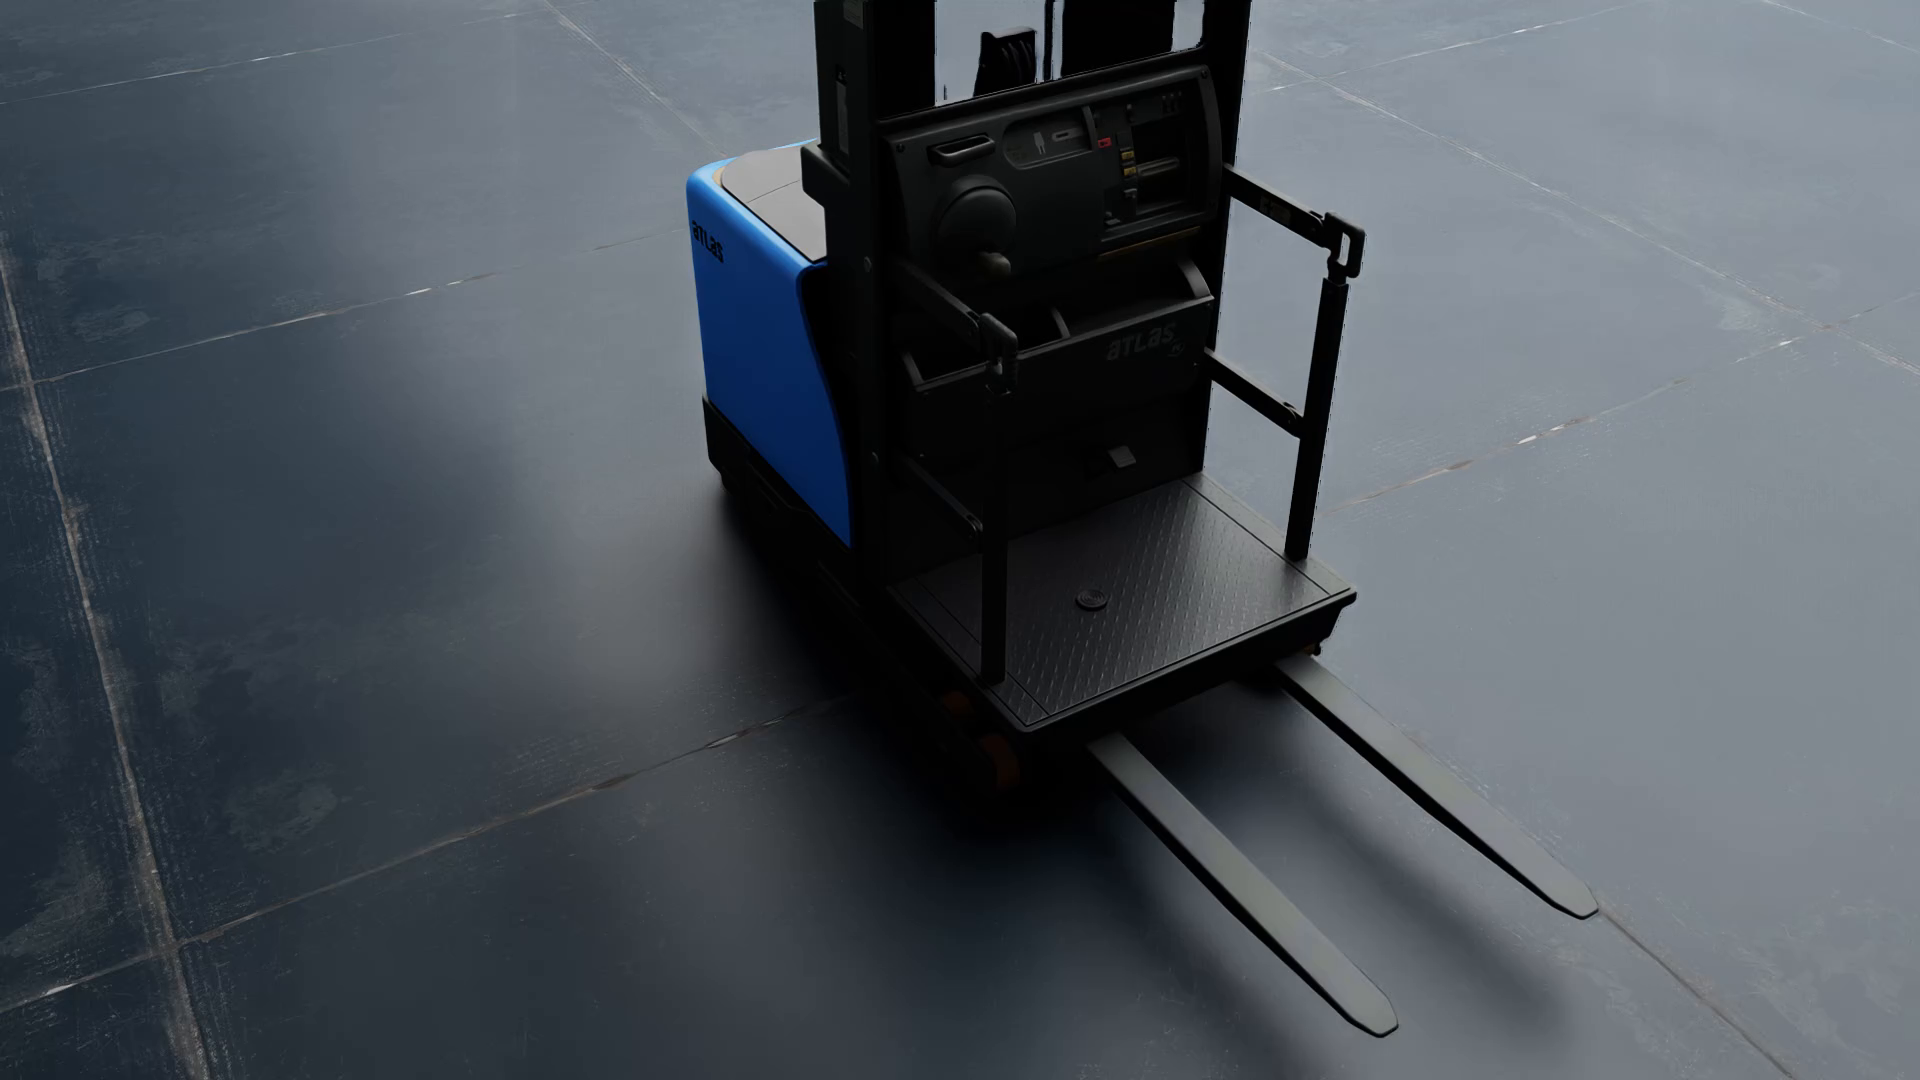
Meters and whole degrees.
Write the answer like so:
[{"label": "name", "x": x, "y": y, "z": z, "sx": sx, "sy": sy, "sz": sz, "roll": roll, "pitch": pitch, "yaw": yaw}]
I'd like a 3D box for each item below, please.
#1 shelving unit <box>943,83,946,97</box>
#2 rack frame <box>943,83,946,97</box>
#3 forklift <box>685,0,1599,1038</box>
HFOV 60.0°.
[{"label": "shelving unit", "x": 0.061, "y": -1.039, "z": 5.783, "sx": 0.252, "sy": 1.050, "sz": 0.215, "roll": 3, "pitch": 36, "yaw": 5}, {"label": "rack frame", "x": -0.060, "y": -1.047, "z": 5.793, "sx": 0.008, "sy": 1.050, "sz": 0.200, "roll": 3, "pitch": 36, "yaw": 5}, {"label": "forklift", "x": 0.365, "y": -0.833, "z": 3.905, "sx": 1.130, "sy": 2.935, "sz": 3.031, "roll": -20, "pitch": 41, "yaw": -25}]
